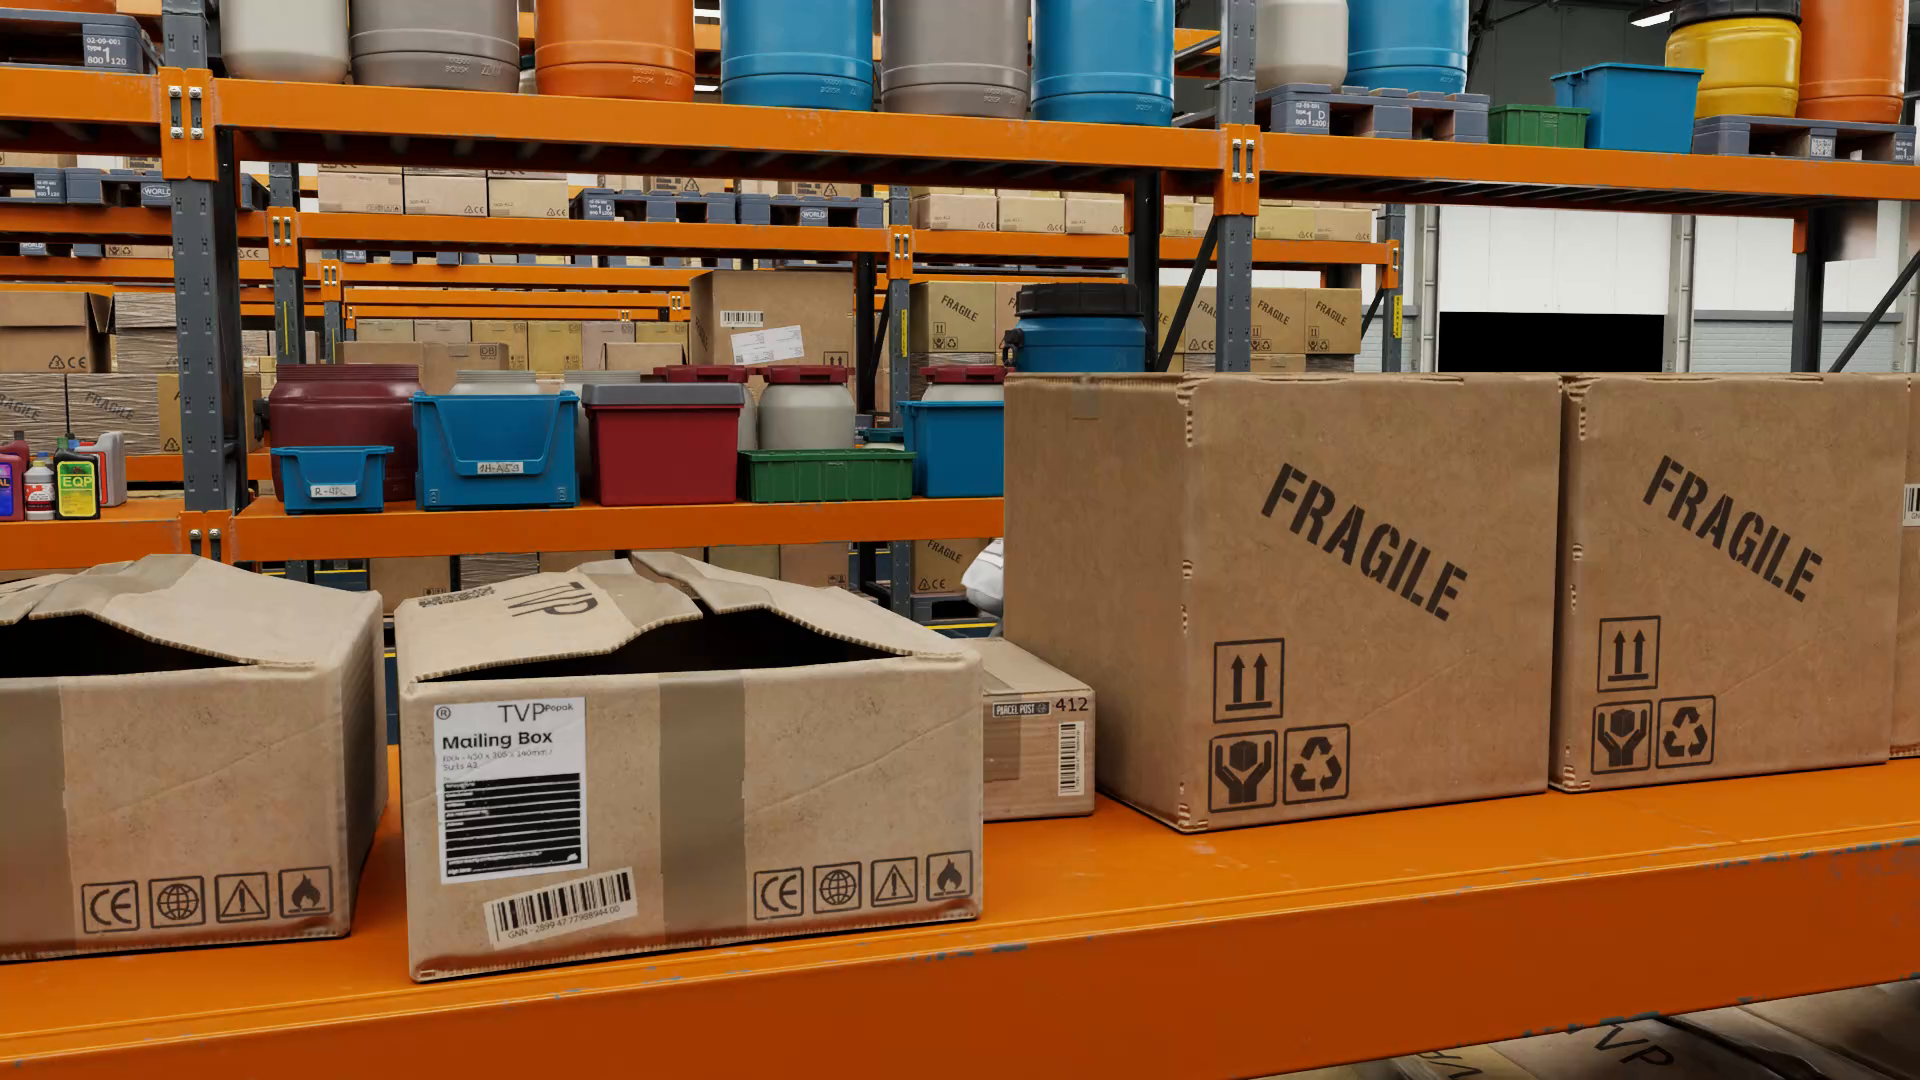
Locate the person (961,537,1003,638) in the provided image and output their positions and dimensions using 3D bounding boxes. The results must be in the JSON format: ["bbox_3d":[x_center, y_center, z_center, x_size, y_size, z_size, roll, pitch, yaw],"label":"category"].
[{"bbox_3d":[0.460,0.251,10.577,0.911,1.007,0.564,-2,6,-19],"label":"person"}]
